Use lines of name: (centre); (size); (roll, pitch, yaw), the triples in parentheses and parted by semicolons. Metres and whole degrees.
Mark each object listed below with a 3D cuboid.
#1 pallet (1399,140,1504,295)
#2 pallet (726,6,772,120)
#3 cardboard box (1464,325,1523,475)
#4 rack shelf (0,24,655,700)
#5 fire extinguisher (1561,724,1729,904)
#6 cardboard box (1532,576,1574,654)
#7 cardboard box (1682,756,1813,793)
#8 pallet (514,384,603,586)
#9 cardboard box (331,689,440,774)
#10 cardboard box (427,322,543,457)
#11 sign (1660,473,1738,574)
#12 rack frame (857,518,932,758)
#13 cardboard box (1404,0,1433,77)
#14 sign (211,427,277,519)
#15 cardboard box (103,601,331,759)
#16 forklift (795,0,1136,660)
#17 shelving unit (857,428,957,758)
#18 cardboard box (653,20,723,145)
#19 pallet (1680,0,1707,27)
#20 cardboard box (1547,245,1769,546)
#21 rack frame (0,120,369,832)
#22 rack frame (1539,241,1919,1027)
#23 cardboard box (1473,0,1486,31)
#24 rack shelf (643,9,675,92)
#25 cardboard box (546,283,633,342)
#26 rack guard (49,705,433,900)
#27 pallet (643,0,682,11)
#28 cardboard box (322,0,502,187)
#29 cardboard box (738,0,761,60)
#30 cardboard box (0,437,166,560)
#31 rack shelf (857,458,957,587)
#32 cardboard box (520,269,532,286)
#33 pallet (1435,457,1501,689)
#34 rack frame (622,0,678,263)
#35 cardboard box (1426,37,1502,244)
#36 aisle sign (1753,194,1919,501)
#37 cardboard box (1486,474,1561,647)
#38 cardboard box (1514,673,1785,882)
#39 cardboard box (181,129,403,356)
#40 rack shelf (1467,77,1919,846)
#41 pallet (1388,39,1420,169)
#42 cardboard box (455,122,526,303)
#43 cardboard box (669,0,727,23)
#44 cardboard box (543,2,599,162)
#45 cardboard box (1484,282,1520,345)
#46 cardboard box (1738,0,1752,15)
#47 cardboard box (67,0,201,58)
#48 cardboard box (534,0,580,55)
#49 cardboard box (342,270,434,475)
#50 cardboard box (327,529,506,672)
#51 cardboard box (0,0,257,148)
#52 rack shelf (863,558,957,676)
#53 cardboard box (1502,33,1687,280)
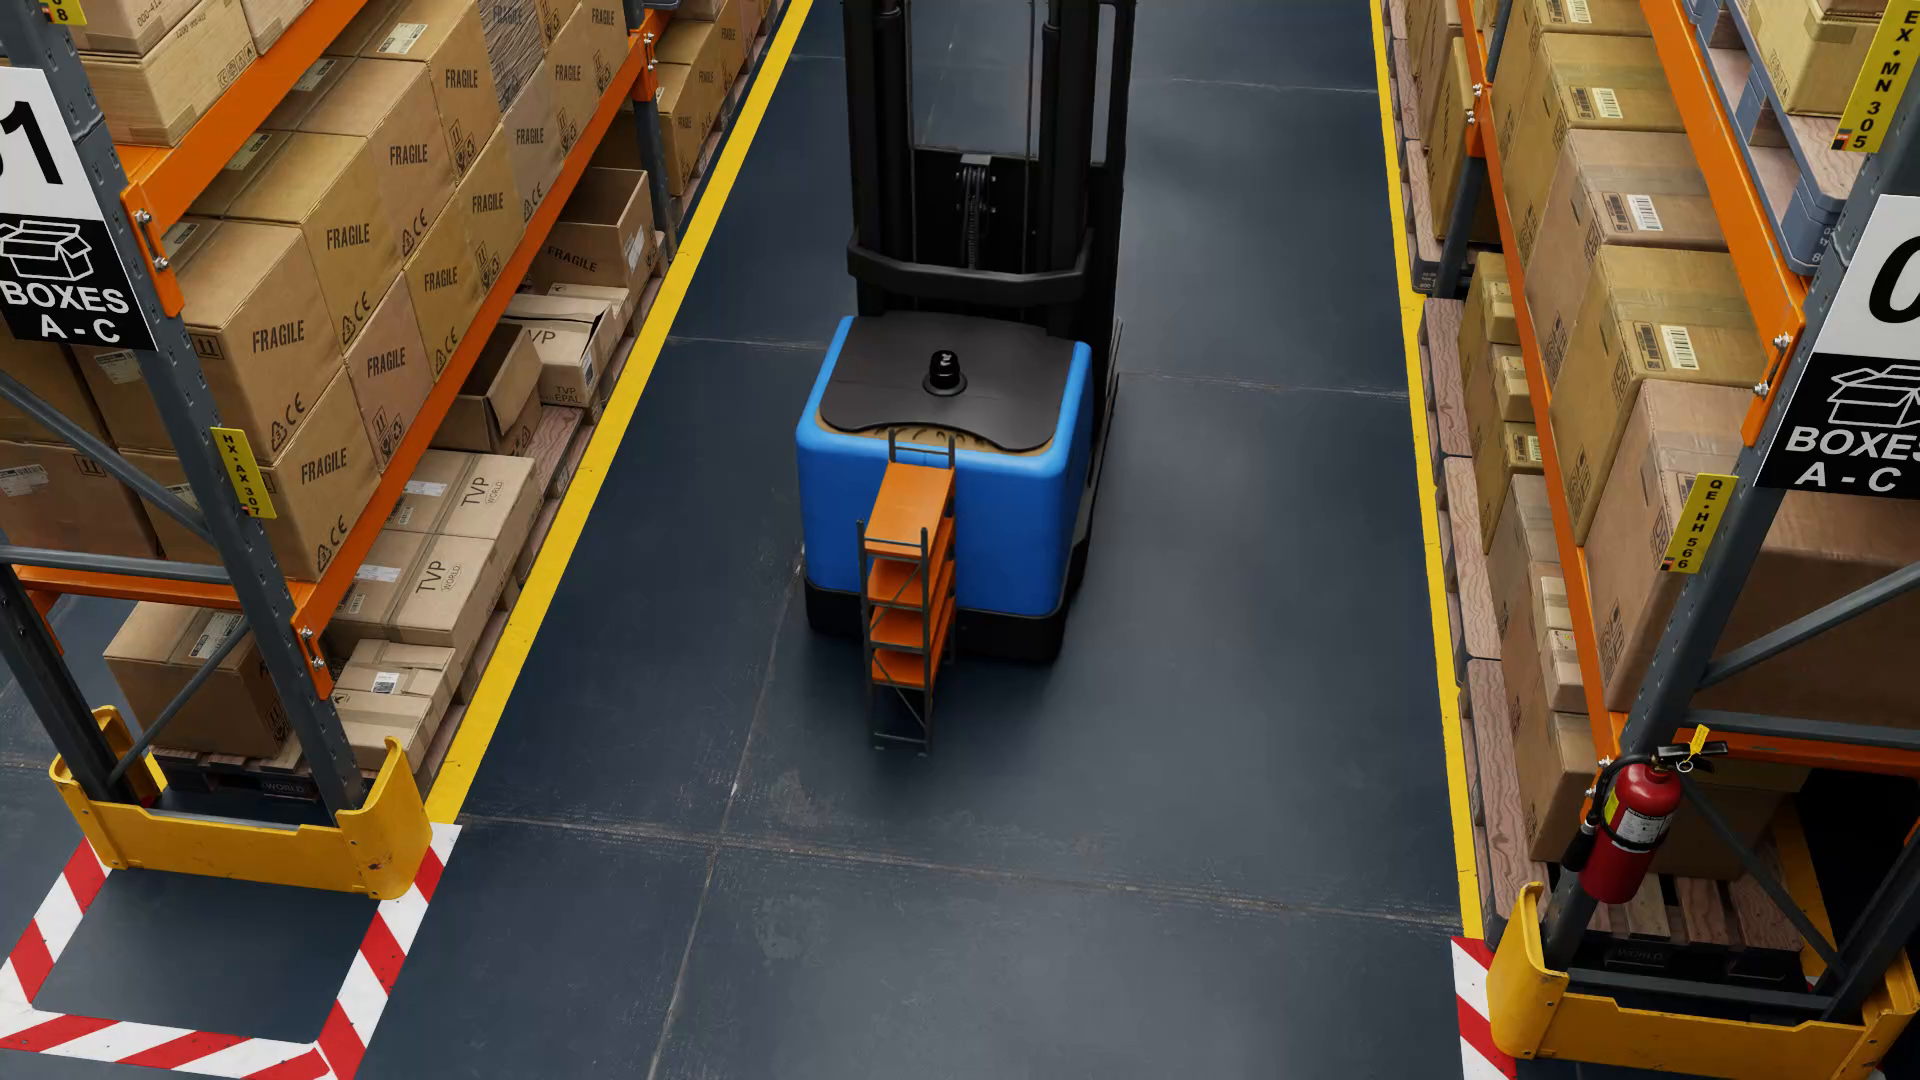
pallet: (2.922, -1.719, 8.934); (1.003, 0.211, 1.213); (5, 44, 6)
pallet: (-1.787, -3.025, 10.314); (1.003, 0.211, 1.213); (5, 44, 6)
cardboard box: (2.624, -0.601, 7.238); (0.700, 0.500, 0.500); (5, 44, 5)
rack shelf: (-2.281, -1.022, 6.693); (1.077, 0.370, 4.000); (5, 44, 6)
fire extinguisher: (1.888, 0.752, 4.624); (0.296, 0.674, 0.183); (5, 44, 6)
cardboard box: (2.228, 0.283, 5.833); (0.380, 0.149, 0.250); (6, 44, 7)
cardboard box: (2.541, 0.665, 5.430); (0.380, 0.149, 0.250); (6, 44, 6)
pallet: (-2.267, -0.332, 7.469); (1.003, 0.211, 1.213); (5, 44, 6)
cardboard box: (-2.149, 0.701, 6.103); (0.380, 0.149, 0.250); (5, 44, 6)
cardboard box: (-2.260, -0.619, 7.239); (0.797, 0.503, 0.637); (5, 44, 6)
sign: (1.830, -0.038, 4.116); (0.100, 0.325, 0.005); (5, 44, 6)
rack frame: (-0.228, 0.383, 5.995); (0.240, 1.200, 0.015); (7, 44, 8)
cardboard box: (3.074, -3.211, 9.739); (0.750, 0.750, 0.750); (5, 44, 5)
sign: (-2.007, -0.185, 4.656); (0.100, 0.325, 0.005); (5, 44, 6)
cardboard box: (-2.717, 0.435, 6.129); (0.500, 0.500, 0.500); (5, 44, 6)
forklift: (0.150, -1.608, 6.839); (1.130, 2.935, 3.031); (7, 44, 8)
shelving unit: (-0.183, 0.218, 6.169); (0.258, 1.200, 0.503); (7, 44, 8)
cardboard box: (-1.651, -2.570, 9.303); (0.500, 0.500, 0.500); (6, 44, 6)
pallet: (2.612, -1.870, 4.948); (1.003, 0.211, 1.213); (5, 44, 6)
cardboard box: (2.508, -0.427, 5.323); (0.980, 0.700, 0.700); (5, 44, 5)
rack frame: (-2.545, 0.080, 5.006); (1.000, 3.000, 0.127); (5, 44, 6)
rack frame: (2.366, 0.528, 4.533); (1.000, 3.000, 0.127); (5, 44, 6)
cardboard box: (2.668, -2.545, 7.946); (0.380, 0.149, 0.250); (6, 44, 6)
rack shelf: (-1.752, -3.748, 9.572); (1.077, 0.370, 4.000); (5, 44, 6)
cardboard box: (-1.800, -1.096, 8.001); (0.380, 0.149, 0.250); (5, 44, 6)
rack guard: (-2.535, 0.936, 5.920); (1.175, 0.500, 0.348); (5, 44, 6)
pallet: (-1.802, -3.111, 8.516); (1.003, 0.211, 1.213); (5, 44, 6)
cardboard box: (-2.026, -1.642, 6.024); (0.500, 0.500, 0.500); (5, 44, 5)
cardboard box: (-1.510, -3.255, 10.026); (0.500, 0.500, 0.500); (4, 44, 4)
cardboard box: (-2.756, -0.286, 5.320); (0.500, 0.500, 0.500); (6, 44, 7)
rack shelf: (-0.183, -0.067, 5.899); (0.258, 0.148, 0.480); (7, 44, 8)
cardboard box: (-2.286, -1.563, 8.377); (0.500, 0.311, 0.500); (5, 44, 6)
pallet: (2.558, 0.159, 6.951); (1.003, 0.211, 1.213); (5, 44, 6)
rack frame: (-2.016, -2.646, 7.885); (1.000, 3.000, 0.127); (5, 44, 6)
cardboard box: (2.852, -2.025, 8.487); (0.750, 0.750, 0.750); (6, 44, 6)
aisle sign: (2.059, -0.395, 3.616); (0.394, 0.787, 0.004); (5, 44, 6)
cardboard box: (2.491, 0.113, 6.484); (0.700, 0.500, 0.500); (4, 44, 4)
cardboard box: (2.359, 0.797, 5.762); (0.700, 0.500, 0.500); (5, 44, 6)
cardboard box: (-2.163, -0.955, 5.299); (0.500, 0.500, 0.500); (6, 44, 6)
rack shelf: (2.630, -0.574, 6.220); (1.077, 0.370, 4.000); (5, 44, 6)
pallet: (3.081, -2.552, 9.814); (1.003, 0.211, 1.213); (5, 44, 6)
cardboard box: (-2.025, -1.269, 6.358); (0.500, 0.500, 0.500); (6, 44, 6)
cardboard box: (-1.579, -3.160, 9.380); (0.500, 0.250, 0.500); (5, 44, 6)
cardboard box: (-1.895, -1.967, 7.095); (0.500, 0.500, 0.500); (6, 44, 7)
cardboard box: (2.468, -0.962, 7.147); (0.380, 0.149, 0.250); (7, 44, 7)
cardboard box: (2.267, -1.574, 4.302); (0.500, 0.250, 0.500); (4, 44, 4)
cardboard box: (-2.219, -1.463, 4.199); (0.500, 0.250, 0.500); (5, 44, 6)
cardboard box: (-1.892, -2.328, 6.749); (0.500, 0.500, 0.500); (4, 44, 5)
cardboard box: (-2.162, -0.587, 5.638); (0.500, 0.500, 0.500); (5, 44, 5)
cardboard box: (-2.126, 0.233, 6.524); (0.500, 0.250, 0.500); (5, 44, 6)
cardboard box: (-2.225, -1.282, 4.372); (0.500, 0.250, 0.500); (5, 44, 6)
rack shelf: (-0.183, 0.267, 6.215); (0.258, 0.148, 0.480); (7, 44, 8)
cardboard box: (2.705, -1.442, 6.395); (0.980, 0.700, 0.700); (4, 44, 4)
